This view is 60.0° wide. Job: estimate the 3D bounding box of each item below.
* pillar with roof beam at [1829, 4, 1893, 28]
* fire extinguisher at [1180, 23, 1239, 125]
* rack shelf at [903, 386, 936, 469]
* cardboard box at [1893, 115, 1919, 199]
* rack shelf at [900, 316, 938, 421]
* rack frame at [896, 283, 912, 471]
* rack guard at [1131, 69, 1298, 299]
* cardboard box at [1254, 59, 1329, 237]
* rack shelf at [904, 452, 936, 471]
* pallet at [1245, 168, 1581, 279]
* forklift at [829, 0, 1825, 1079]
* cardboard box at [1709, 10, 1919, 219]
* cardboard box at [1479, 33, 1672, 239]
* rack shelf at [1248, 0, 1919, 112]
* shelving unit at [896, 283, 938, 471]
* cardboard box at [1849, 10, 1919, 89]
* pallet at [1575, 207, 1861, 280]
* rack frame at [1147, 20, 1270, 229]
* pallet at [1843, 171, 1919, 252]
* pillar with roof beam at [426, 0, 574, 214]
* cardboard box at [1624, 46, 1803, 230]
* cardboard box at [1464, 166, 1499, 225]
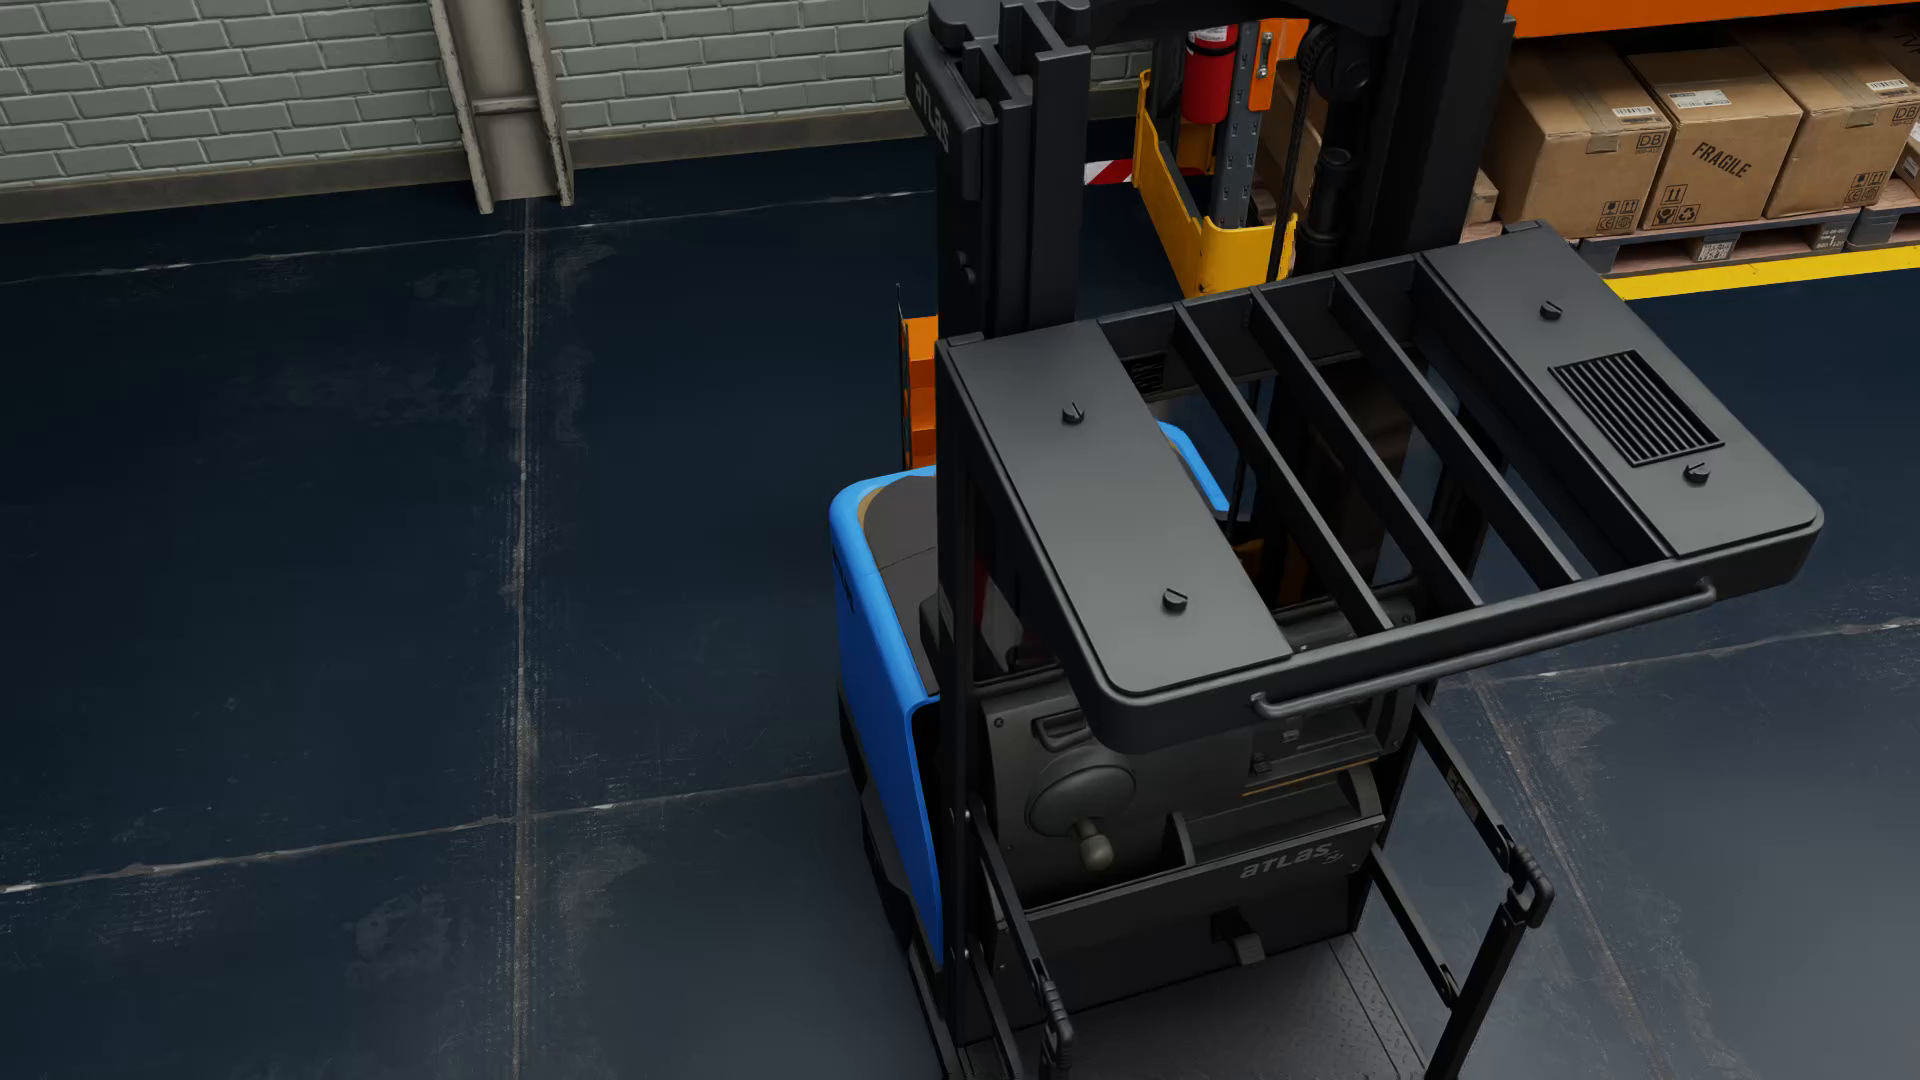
[{"bbox_3d":[4.767,-2.327,1.743,0.400,9.000,9.100,-7,46,-7],"label":"pillar with roof beam"},{"bbox_3d":[0.865,-1.752,5.668,0.183,0.674,0.296,-7,46,-7],"label":"fire extinguisher"},{"bbox_3d":[-0.053,-0.350,5.373,0.240,0.259,0.215,-7,46,-7],"label":"rack shelf"},{"bbox_3d":[4.022,-1.622,6.837,0.258,0.266,0.396,-6,46,-5],"label":"cardboard box"},{"bbox_3d":[-0.053,-0.547,5.169,0.240,0.259,0.215,-7,46,-7],"label":"rack shelf"},{"bbox_3d":[-0.173,-0.343,5.351,0.008,1.050,0.200,-7,46,-7],"label":"rack frame"},{"bbox_3d":[1.006,-1.397,6.749,0.348,0.500,1.175,-7,46,-7],"label":"rack guard"},{"bbox_3d":[1.550,-1.542,6.595,0.637,0.503,0.797,-9,47,-8],"label":"cardboard box"},{"bbox_3d":[-0.053,-0.158,5.573,0.240,0.259,0.215,-7,46,-7],"label":"rack shelf"},{"bbox_3d":[1.792,-1.395,6.948,1.213,0.211,1.003,-7,46,-7],"label":"pallet"},{"bbox_3d":[0.569,0.493,3.240,1.130,2.935,3.031,-13,47,-12],"label":"forklift"},{"bbox_3d":[3.422,-1.746,6.793,0.500,0.500,0.700,-9,47,-8],"label":"cardboard box"},{"bbox_3d":[2.399,-1.618,6.670,0.500,0.500,0.700,-5,46,-5],"label":"cardboard box"},{"bbox_3d":[2.902,-2.251,6.335,4.000,0.370,1.077,-7,46,-7],"label":"rack shelf"},{"bbox_3d":[-0.053,-0.358,5.366,0.252,1.050,0.215,-7,46,-7],"label":"shelving unit"},{"bbox_3d":[4.182,-2.045,7.213,0.500,0.311,0.500,-6,46,-5],"label":"cardboard box"},{"bbox_3d":[2.991,-1.542,7.090,1.213,0.211,1.003,-7,46,-7],"label":"pallet"},{"bbox_3d":[0.931,-2.255,5.839,0.127,3.000,1.000,-7,46,-7],"label":"rack frame"},{"bbox_3d":[4.196,-1.695,7.236,1.213,0.211,1.003,-7,46,-7],"label":"pallet"},{"bbox_3d":[-1.145,-1.590,1.033,0.400,9.000,9.100,-7,46,-7],"label":"pillar with roof beam"},{"bbox_3d":[2.937,-1.612,6.665,0.500,0.500,0.500,-6,46,-6],"label":"cardboard box"},{"bbox_3d":[1.976,-1.444,6.746,0.250,0.149,0.380,-9,47,-8],"label":"cardboard box"}]
